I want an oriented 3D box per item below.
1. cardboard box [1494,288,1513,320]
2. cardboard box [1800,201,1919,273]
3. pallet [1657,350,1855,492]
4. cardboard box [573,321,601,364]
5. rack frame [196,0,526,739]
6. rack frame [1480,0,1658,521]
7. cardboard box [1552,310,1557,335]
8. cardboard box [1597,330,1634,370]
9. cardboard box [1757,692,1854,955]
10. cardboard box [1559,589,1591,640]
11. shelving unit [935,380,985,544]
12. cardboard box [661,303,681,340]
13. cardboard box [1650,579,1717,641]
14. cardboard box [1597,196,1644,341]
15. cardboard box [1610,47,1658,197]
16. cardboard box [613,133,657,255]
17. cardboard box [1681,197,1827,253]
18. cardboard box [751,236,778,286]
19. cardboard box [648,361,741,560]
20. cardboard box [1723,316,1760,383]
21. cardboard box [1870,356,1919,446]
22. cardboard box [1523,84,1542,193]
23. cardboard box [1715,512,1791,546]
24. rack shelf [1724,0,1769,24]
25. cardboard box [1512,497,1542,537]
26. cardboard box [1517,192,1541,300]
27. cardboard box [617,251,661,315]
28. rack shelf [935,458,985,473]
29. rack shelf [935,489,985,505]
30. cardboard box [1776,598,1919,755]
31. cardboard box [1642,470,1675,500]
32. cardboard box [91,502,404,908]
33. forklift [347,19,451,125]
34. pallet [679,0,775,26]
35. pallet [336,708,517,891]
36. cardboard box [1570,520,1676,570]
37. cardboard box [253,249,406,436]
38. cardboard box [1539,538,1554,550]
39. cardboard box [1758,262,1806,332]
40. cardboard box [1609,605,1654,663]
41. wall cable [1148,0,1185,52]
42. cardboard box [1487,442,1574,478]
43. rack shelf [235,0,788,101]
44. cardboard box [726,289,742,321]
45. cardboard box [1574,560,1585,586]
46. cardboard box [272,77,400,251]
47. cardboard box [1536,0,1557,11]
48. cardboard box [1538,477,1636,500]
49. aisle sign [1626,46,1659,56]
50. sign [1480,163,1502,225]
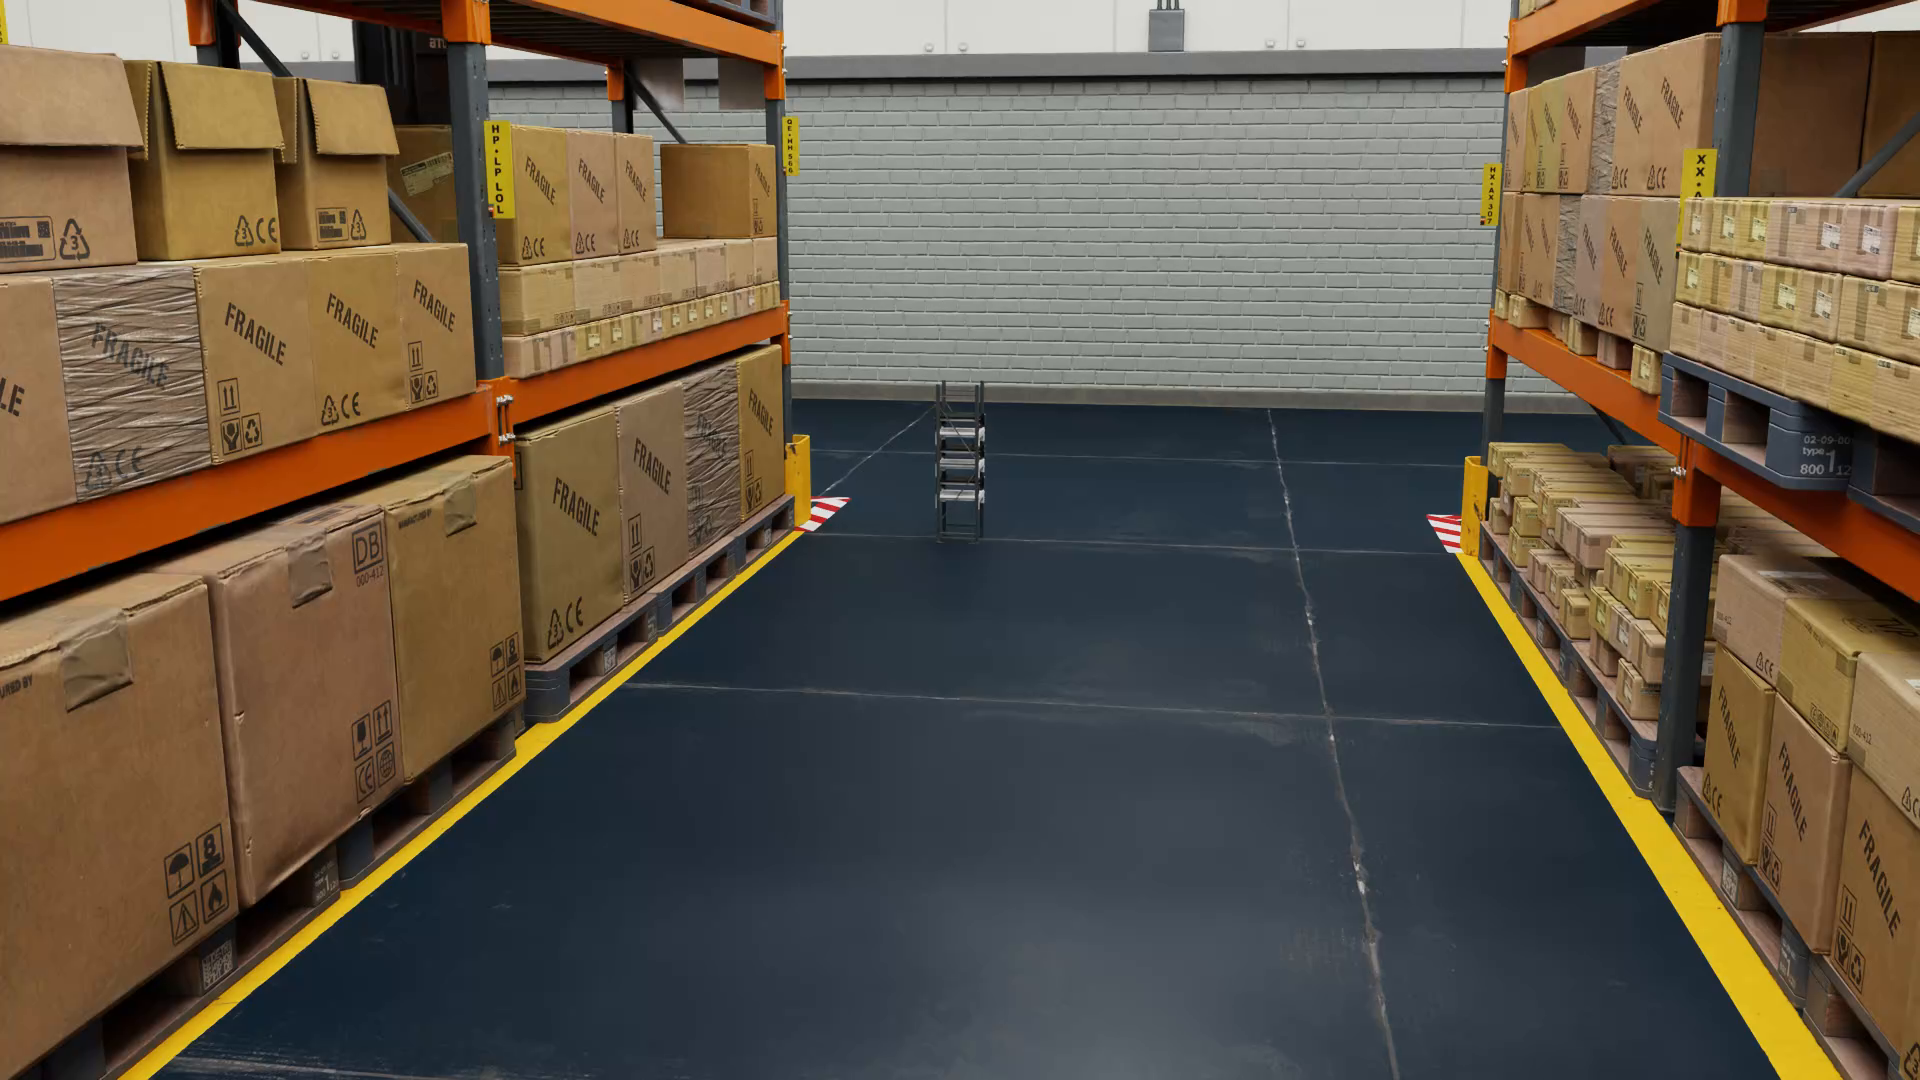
[{"bbox_3d":[3.007,-1.229,8.670,0.380,0.149,0.250,2,12,8],"label":"cardboard box"},{"bbox_3d":[2.092,-0.665,3.646,0.380,0.149,0.250,2,12,8],"label":"cardboard box"},{"bbox_3d":[2.504,-0.327,4.348,1.003,0.211,1.213,2,12,9],"label":"pallet"},{"bbox_3d":[-1.665,-0.795,6.658,0.380,0.149,0.250,2,12,11],"label":"cardboard box"},{"bbox_3d":[-2.120,-0.757,5.887,1.000,3.000,0.127,2,12,9],"label":"rack frame"},{"bbox_3d":[3.381,-1.408,8.907,1.000,3.000,0.127,2,12,9],"label":"rack frame"},{"bbox_3d":[2.944,-1.006,7.637,0.380,0.149,0.250,2,12,8],"label":"cardboard box"},{"bbox_3d":[2.687,-0.741,6.408,0.380,0.149,0.250,1,12,6],"label":"cardboard box"},{"bbox_3d":[2.310,0.697,4.078,0.500,0.500,0.500,2,12,11],"label":"cardboard box"},{"bbox_3d":[2.648,0.305,6.730,0.380,0.149,0.250,2,12,9],"label":"cardboard box"},{"bbox_3d":[0.001,-0.442,9.406,0.258,0.900,0.210,2,12,9],"label":"shelving unit"},{"bbox_3d":[-1.507,-1.010,7.655,0.380,0.149,0.250,2,12,7],"label":"cardboard box"},{"bbox_3d":[2.563,0.240,5.620,0.380,0.149,0.250,2,12,10],"label":"cardboard box"},{"bbox_3d":[2.642,-0.988,6.013,0.500,0.500,0.500,2,12,7],"label":"cardboard box"},{"bbox_3d":[2.645,-1.473,5.891,0.500,0.500,0.500,1,12,7],"label":"cardboard box"},{"bbox_3d":[-1.635,-1.498,7.195,0.500,0.500,0.500,1,12,7],"label":"cardboard box"},{"bbox_3d":[2.251,-0.882,4.652,0.380,0.149,0.250,3,12,12],"label":"cardboard box"},{"bbox_3d":[-1.317,-1.553,9.227,0.500,0.250,0.500,2,12,8],"label":"cardboard box"},{"bbox_3d":[-1.664,-0.431,8.421,0.875,0.875,0.875,2,12,9],"label":"cardboard box"},{"bbox_3d":[2.172,-0.481,4.205,0.380,0.149,0.250,2,12,9],"label":"cardboard box"},{"bbox_3d":[2.013,-0.267,3.210,0.380,0.149,0.250,1,12,6],"label":"cardboard box"},{"bbox_3d":[2.978,-1.901,7.878,0.500,0.500,0.500,2,12,10],"label":"cardboard box"},{"bbox_3d":[3.212,-0.017,6.812,0.380,0.149,0.250,1,12,6],"label":"cardboard box"},{"bbox_3d":[2.458,-1.274,2.872,1.077,0.370,4.000,2,12,9],"label":"rack shelf"},{"bbox_3d":[2.852,-0.106,7.928,0.380,0.149,0.250,2,12,10],"label":"cardboard box"},{"bbox_3d":[2.982,-1.406,7.953,0.500,0.500,0.500,2,12,9],"label":"cardboard box"},{"bbox_3d":[-1.633,-1.130,7.267,0.500,0.250,0.500,2,12,10],"label":"cardboard box"},{"bbox_3d":[0.001,-0.409,9.413,0.258,0.077,0.200,2,12,9],"label":"rack shelf"},{"bbox_3d":[0.001,-0.233,9.451,0.258,0.077,0.200,2,12,9],"label":"rack shelf"},{"bbox_3d":[2.312,0.331,3.995,0.500,0.250,0.500,2,12,10],"label":"cardboard box"},{"bbox_3d":[3.438,-0.232,7.808,0.380,0.149,0.250,1,12,6],"label":"cardboard box"},{"bbox_3d":[-2.335,0.396,4.582,1.225,0.875,0.875,1,12,7],"label":"cardboard box"},{"bbox_3d":[-3.501,-1.447,9.252,3.031,2.935,1.130,-9,15,-35],"label":"forklift"},{"bbox_3d":[-1.608,-2.858,8.726,1.003,0.211,1.213,2,12,9],"label":"pallet"},{"bbox_3d":[-2.164,0.769,5.424,1.003,0.211,1.213,2,12,9],"label":"pallet"},{"bbox_3d":[2.662,0.022,6.629,0.380,0.149,0.250,1,12,6],"label":"cardboard box"},{"bbox_3d":[-2.005,-0.597,4.907,0.500,0.500,0.500,2,12,10],"label":"cardboard box"},{"bbox_3d":[2.901,0.094,7.708,0.380,0.149,0.250,2,12,9],"label":"cardboard box"},{"bbox_3d":[2.134,-0.574,3.932,0.380,0.149,0.250,1,12,6],"label":"cardboard box"},{"bbox_3d":[2.529,0.335,5.884,0.380,0.149,0.250,1,12,6],"label":"cardboard box"},{"bbox_3d":[2.771,-7.161,13.723,2.277,5.999,0.120,2,12,9],"label":"wall cable"},{"bbox_3d":[2.965,-0.413,8.646,0.380,0.149,0.250,1,12,6],"label":"cardboard box"},{"bbox_3d":[-1.812,-2.288,7.579,1.077,0.370,4.000,2,12,9],"label":"rack shelf"},{"bbox_3d":[-1.351,-1.224,8.648,0.380,0.149,0.250,2,12,10],"label":"cardboard box"},{"bbox_3d":[2.770,0.121,6.878,0.380,0.149,0.250,1,12,6],"label":"cardboard box"},{"bbox_3d":[-2.210,-1.163,5.153,0.797,0.503,0.637,2,12,7],"label":"cardboard box"},{"bbox_3d":[2.974,-2.607,7.704,0.500,0.250,0.500,2,12,10],"label":"cardboard box"},{"bbox_3d":[2.867,-0.191,7.619,0.380,0.149,0.250,2,12,11],"label":"cardboard box"},{"bbox_3d":[3.689,-2.684,8.659,0.394,0.787,0.004,2,12,9],"label":"aisle sign"},{"bbox_3d":[2.845,-1.849,8.898,0.100,0.325,0.005,2,12,9],"label":"sign"}]
